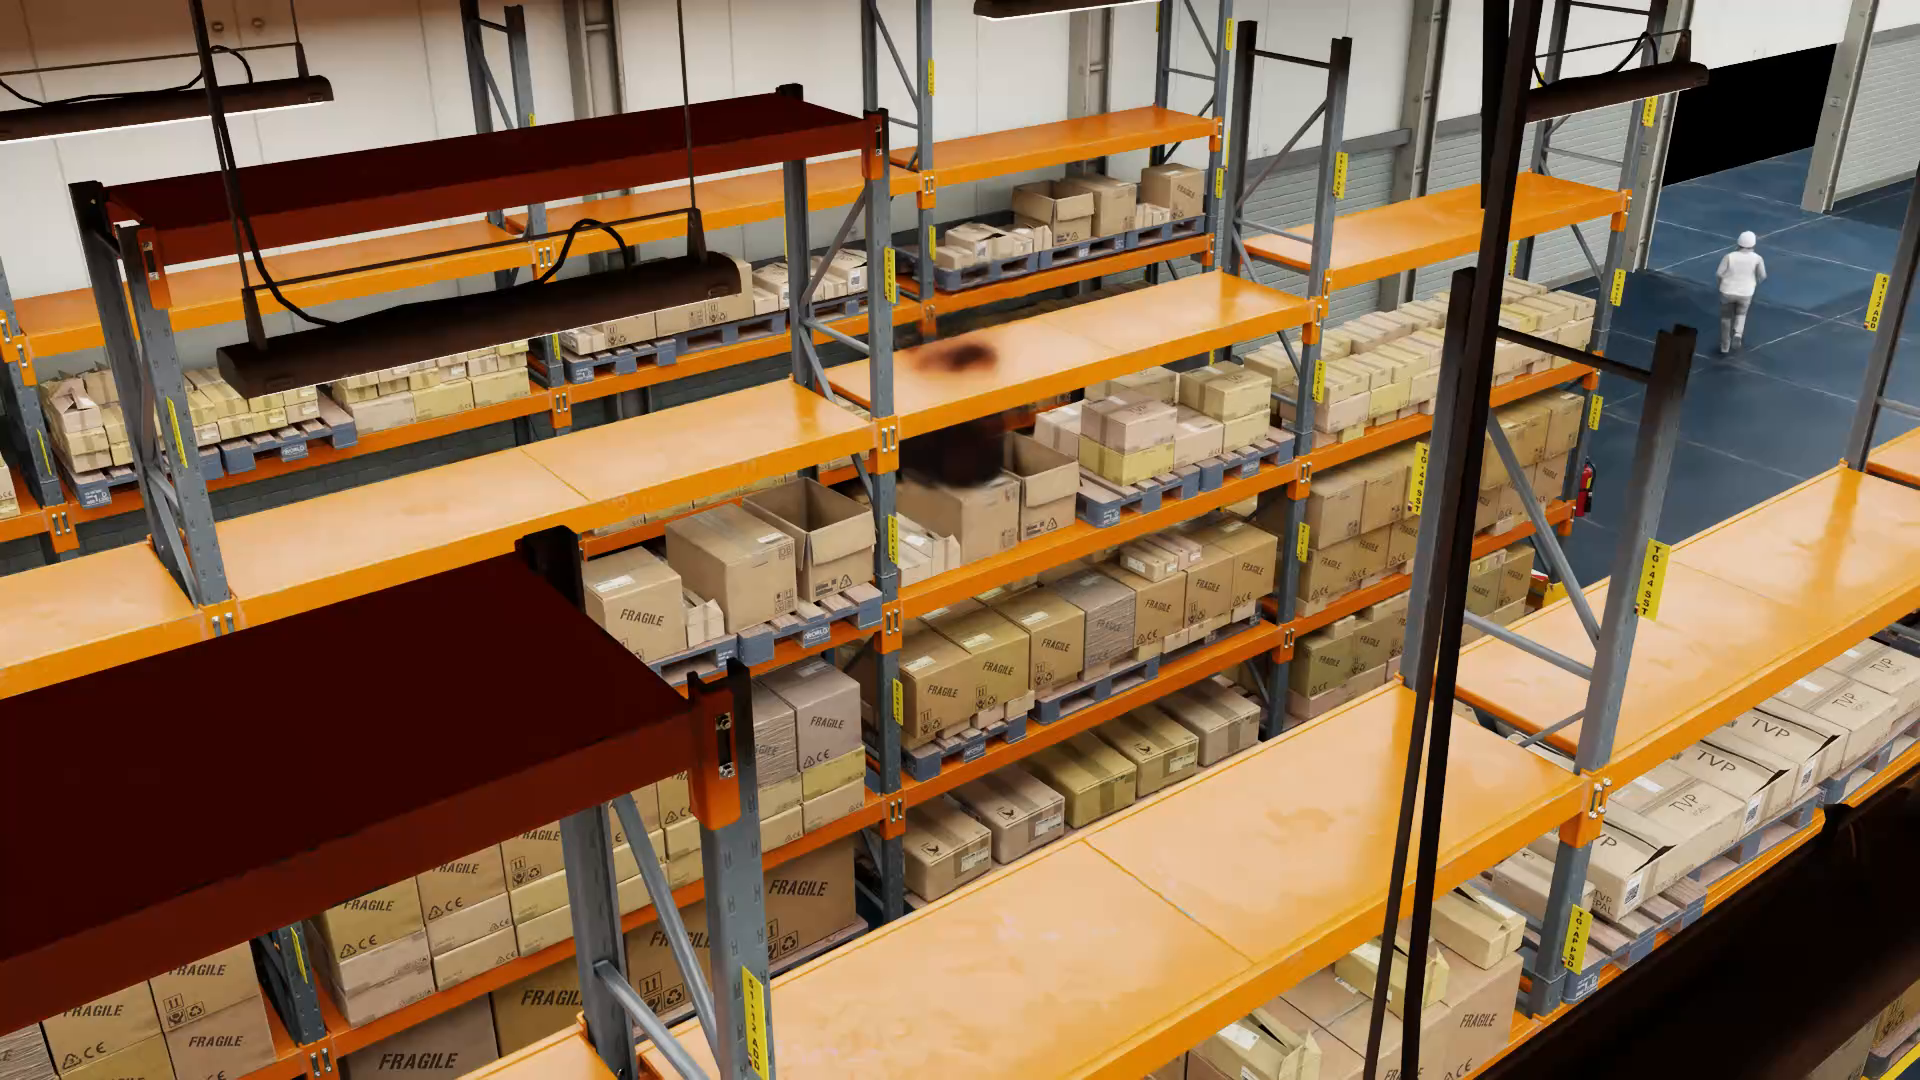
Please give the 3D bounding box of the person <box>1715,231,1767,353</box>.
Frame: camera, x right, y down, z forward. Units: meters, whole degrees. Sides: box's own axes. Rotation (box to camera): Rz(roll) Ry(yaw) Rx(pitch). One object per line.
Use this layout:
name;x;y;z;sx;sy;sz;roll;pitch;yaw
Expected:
person;10.853;-3.473;23.236;0.640;1.726;0.577;9;27;18
